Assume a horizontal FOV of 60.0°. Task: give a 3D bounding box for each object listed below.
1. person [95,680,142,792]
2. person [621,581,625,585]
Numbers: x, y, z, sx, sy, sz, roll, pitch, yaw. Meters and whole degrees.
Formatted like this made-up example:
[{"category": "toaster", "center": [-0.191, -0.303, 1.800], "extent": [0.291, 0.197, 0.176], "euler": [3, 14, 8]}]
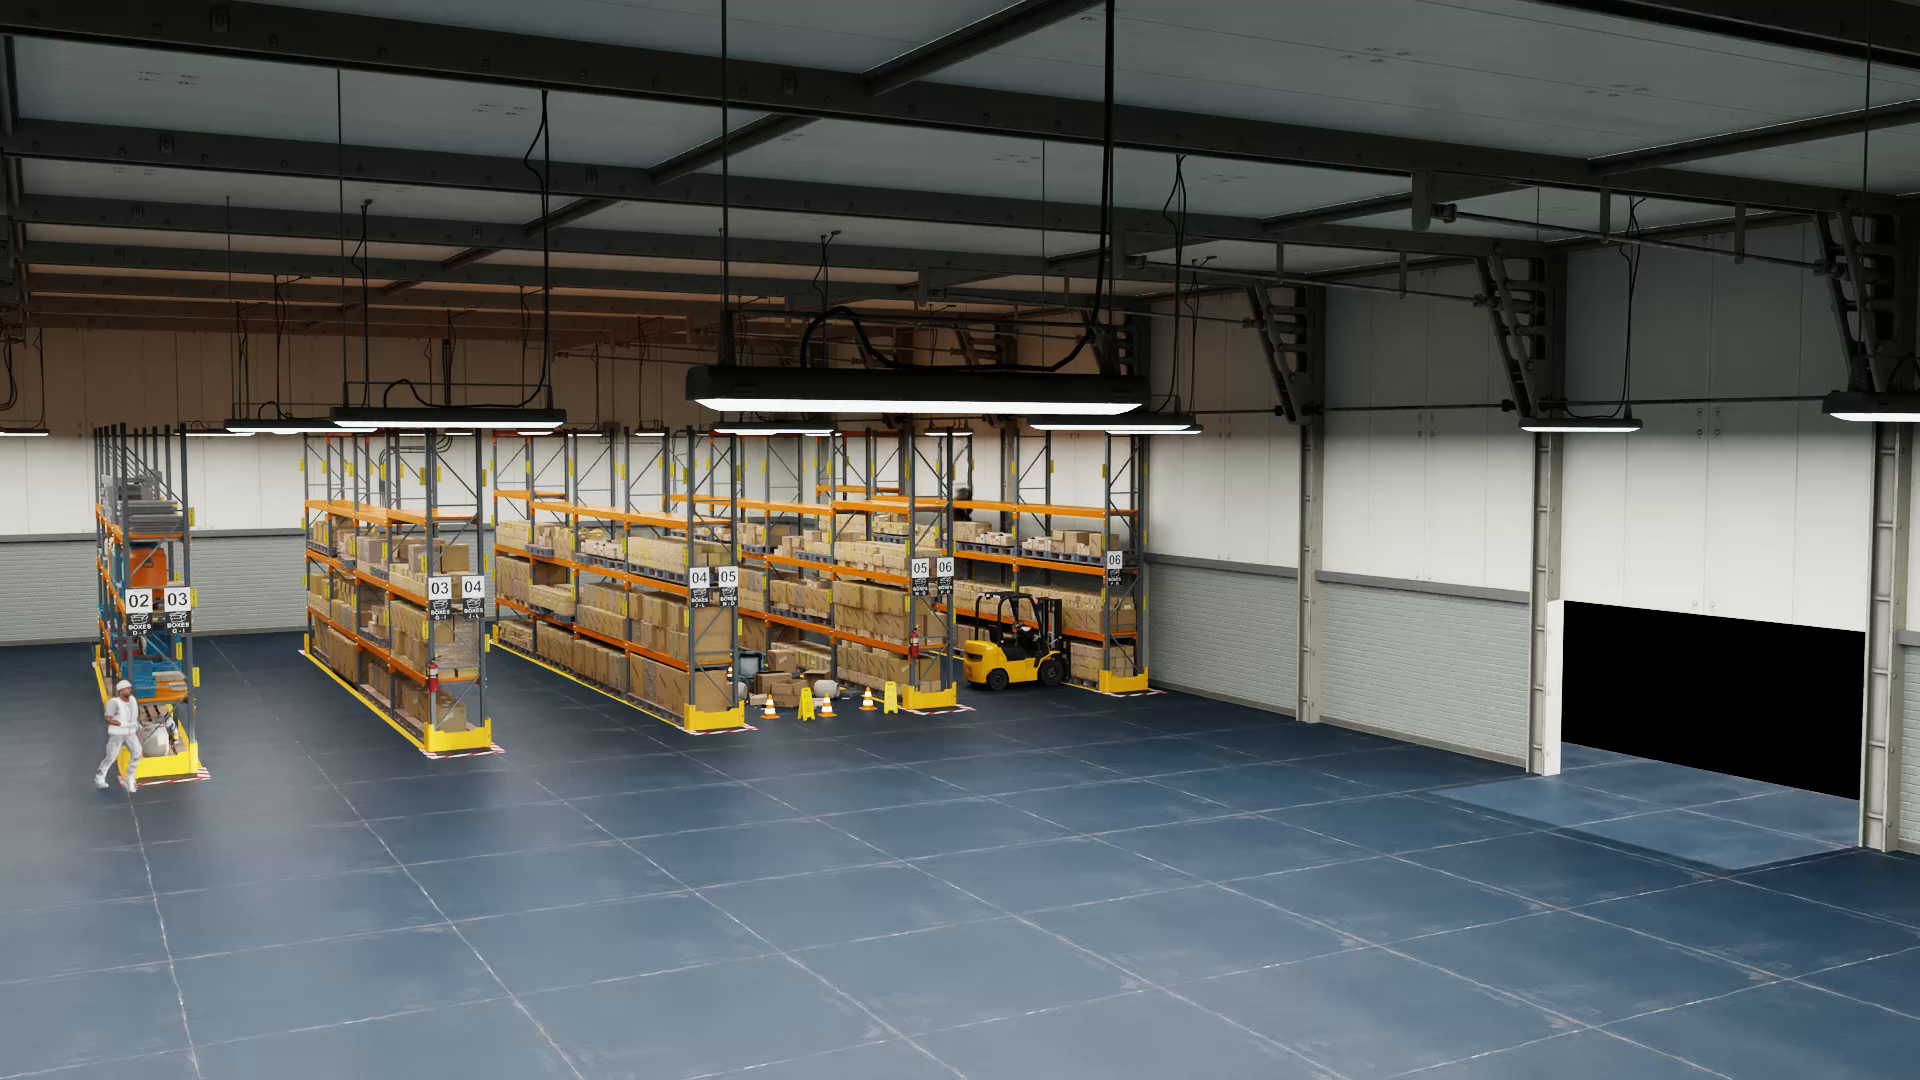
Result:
[{"category": "person", "center": [-13.652, 3.205, 27.134], "extent": [0.743, 1.845, 0.726], "euler": [1, 4, 22]}, {"category": "person", "center": [-10.317, 1.831, 51.223], "extent": [0.517, 1.572, 0.638], "euler": [3, 4, 36]}]
